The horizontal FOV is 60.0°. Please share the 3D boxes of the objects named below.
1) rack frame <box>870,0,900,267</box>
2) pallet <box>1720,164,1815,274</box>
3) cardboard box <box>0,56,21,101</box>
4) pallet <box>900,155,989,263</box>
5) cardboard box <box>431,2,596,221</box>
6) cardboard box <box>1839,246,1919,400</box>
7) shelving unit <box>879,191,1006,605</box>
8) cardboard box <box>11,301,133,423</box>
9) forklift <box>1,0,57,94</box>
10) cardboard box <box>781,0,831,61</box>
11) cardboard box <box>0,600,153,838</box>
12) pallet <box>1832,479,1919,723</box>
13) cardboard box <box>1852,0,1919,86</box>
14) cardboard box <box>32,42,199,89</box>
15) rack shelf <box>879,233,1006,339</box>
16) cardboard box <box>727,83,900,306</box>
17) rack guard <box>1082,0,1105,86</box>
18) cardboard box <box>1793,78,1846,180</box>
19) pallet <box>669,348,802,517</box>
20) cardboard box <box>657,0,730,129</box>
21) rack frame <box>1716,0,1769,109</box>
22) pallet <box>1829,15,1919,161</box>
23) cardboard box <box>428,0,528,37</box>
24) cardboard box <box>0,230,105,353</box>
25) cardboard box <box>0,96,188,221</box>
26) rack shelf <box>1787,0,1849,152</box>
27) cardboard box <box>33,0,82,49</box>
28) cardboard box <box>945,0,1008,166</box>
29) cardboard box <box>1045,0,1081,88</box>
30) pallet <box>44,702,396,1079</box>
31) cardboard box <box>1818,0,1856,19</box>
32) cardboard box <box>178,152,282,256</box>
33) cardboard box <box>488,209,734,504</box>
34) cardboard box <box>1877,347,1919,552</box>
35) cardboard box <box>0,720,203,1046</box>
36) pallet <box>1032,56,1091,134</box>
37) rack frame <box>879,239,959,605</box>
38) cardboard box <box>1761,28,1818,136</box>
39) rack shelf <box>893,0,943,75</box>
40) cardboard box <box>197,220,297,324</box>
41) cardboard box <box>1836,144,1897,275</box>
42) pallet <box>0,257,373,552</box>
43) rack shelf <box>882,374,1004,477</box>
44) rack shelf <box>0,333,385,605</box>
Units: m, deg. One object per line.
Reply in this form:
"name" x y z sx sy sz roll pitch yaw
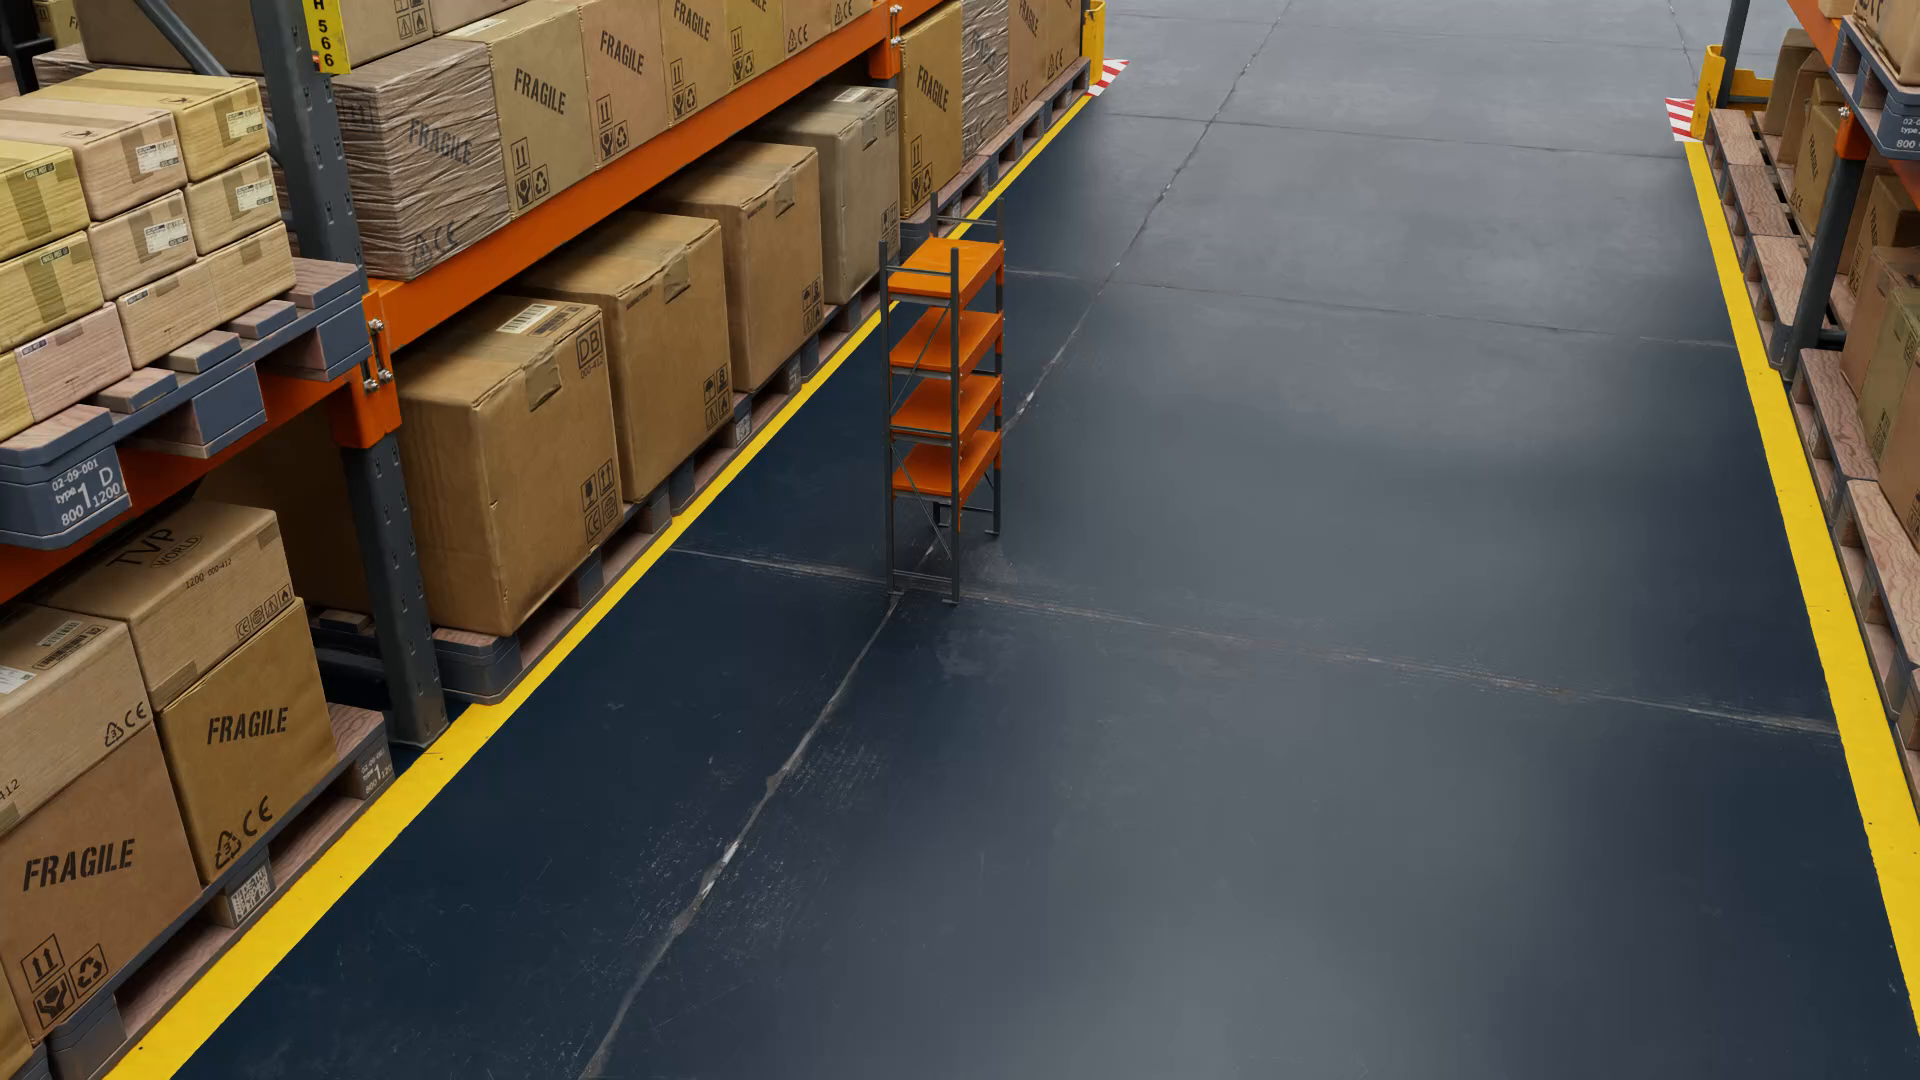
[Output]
"rack frame" -0.788 -2.674 7.472 1.000 3.000 0.127 8 30 15
"pallet" 4.443 -1.587 8.386 1.003 0.211 1.213 8 30 15
"cardboard box" -2.285 -0.960 3.605 0.380 0.149 0.250 9 30 15
"pallet" -0.490 -1.798 8.765 1.003 0.211 1.213 8 30 15
"cardboard box" -1.426 -1.266 4.837 0.500 0.500 0.500 8 30 14
"cardboard box" 3.723 -0.737 6.108 0.700 0.500 0.500 6 30 11
"shelving unit" -0.049 -0.447 5.320 0.258 1.200 0.503 8 30 15
"cardboard box" -1.817 -0.360 3.137 0.380 0.149 0.250 9 30 16
"forklift" -4.254 -2.046 6.413 1.130 2.935 3.031 -25 38 -37
"cardboard box" -0.834 -2.203 6.521 0.500 0.500 0.500 8 30 14
"cardboard box" -2.050 0.357 3.390 0.500 0.250 0.500 9 30 16
"pallet" 3.340 0.230 5.120 1.003 0.211 1.213 8 30 15
"cardboard box" 3.557 -2.016 5.239 1.000 1.000 1.000 9 30 15
"cardboard box" -2.087 -1.107 4.551 0.500 0.500 0.500 8 30 15
"rack shelf" -0.049 -0.791 5.129 0.258 0.148 0.480 8 30 15
"cardboard box" -0.884 -1.573 7.375 1.050 0.750 0.750 8 30 15
"rack guard" 0.393 -3.452 11.441 1.175 0.500 0.348 8 30 15
"cardboard box" 4.554 -2.011 8.419 0.500 0.500 0.500 11 31 20
"pallet" -1.299 -0.518 6.463 1.003 0.211 1.213 8 30 15
"cardboard box" -1.129 -1.731 5.674 0.500 0.500 0.500 8 30 14
"rack frame" 5.098 -3.778 9.457 1.000 3.000 0.127 8 30 15
"pallet" 3.560 -1.501 5.561 1.003 0.211 1.213 8 30 15
"cardboard box" -1.674 -1.738 4.658 0.700 0.500 0.500 8 30 14
"cardboard box" -1.824 -0.478 3.043 0.380 0.149 0.250 9 30 16
"cardboard box" -1.744 -0.740 3.208 0.380 0.149 0.250 8 30 14
"rack shelf" 4.511 -2.535 7.961 1.077 0.370 4.000 8 30 15
"cardboard box" -5.119 -2.879 9.465 0.500 0.500 0.500 10 31 17
"cardboard box" -0.276 -2.631 9.148 0.875 0.875 0.875 9 30 15
"cardboard box" 0.250 -3.464 10.644 0.875 0.875 0.875 9 30 15
"pallet" -2.193 0.766 4.156 1.003 0.211 1.213 8 30 15
"cardboard box" 3.886 -2.306 7.068 0.380 0.149 0.250 8 30 15
"cardboard box" -1.672 -0.725 3.487 0.380 0.149 0.250 9 30 16
"cardboard box" -1.444 -0.693 5.792 1.050 0.750 0.750 9 30 16
"cardboard box" 3.401 -0.258 5.247 0.700 0.500 0.500 6 30 11
"cardboard box" -2.062 0.677 3.586 0.500 0.500 0.500 10 31 17
"pallet" 0.226 -2.932 10.803 1.003 0.211 1.213 8 30 15
"rack frame" -0.120 -0.334 5.116 0.240 1.200 0.015 8 30 15
"cardboard box" 4.898 -2.582 9.445 0.500 0.500 0.500 14 32 24
"rack shelf" -0.201 -3.289 9.317 1.077 0.370 4.000 8 30 15
"cardboard box" -1.668 -0.594 3.559 0.380 0.149 0.250 9 30 16
"cardboard box" 4.240 -1.458 7.425 0.500 0.500 0.500 19 34 30
"pallet" -2.070 -0.385 3.554 1.213 0.211 1.003 8 30 15
"rack shelf" -0.049 -0.389 5.353 0.258 0.148 0.480 8 30 15
"rack shelf" -2.549 0.428 2.634 1.077 0.370 4.000 8 30 15
